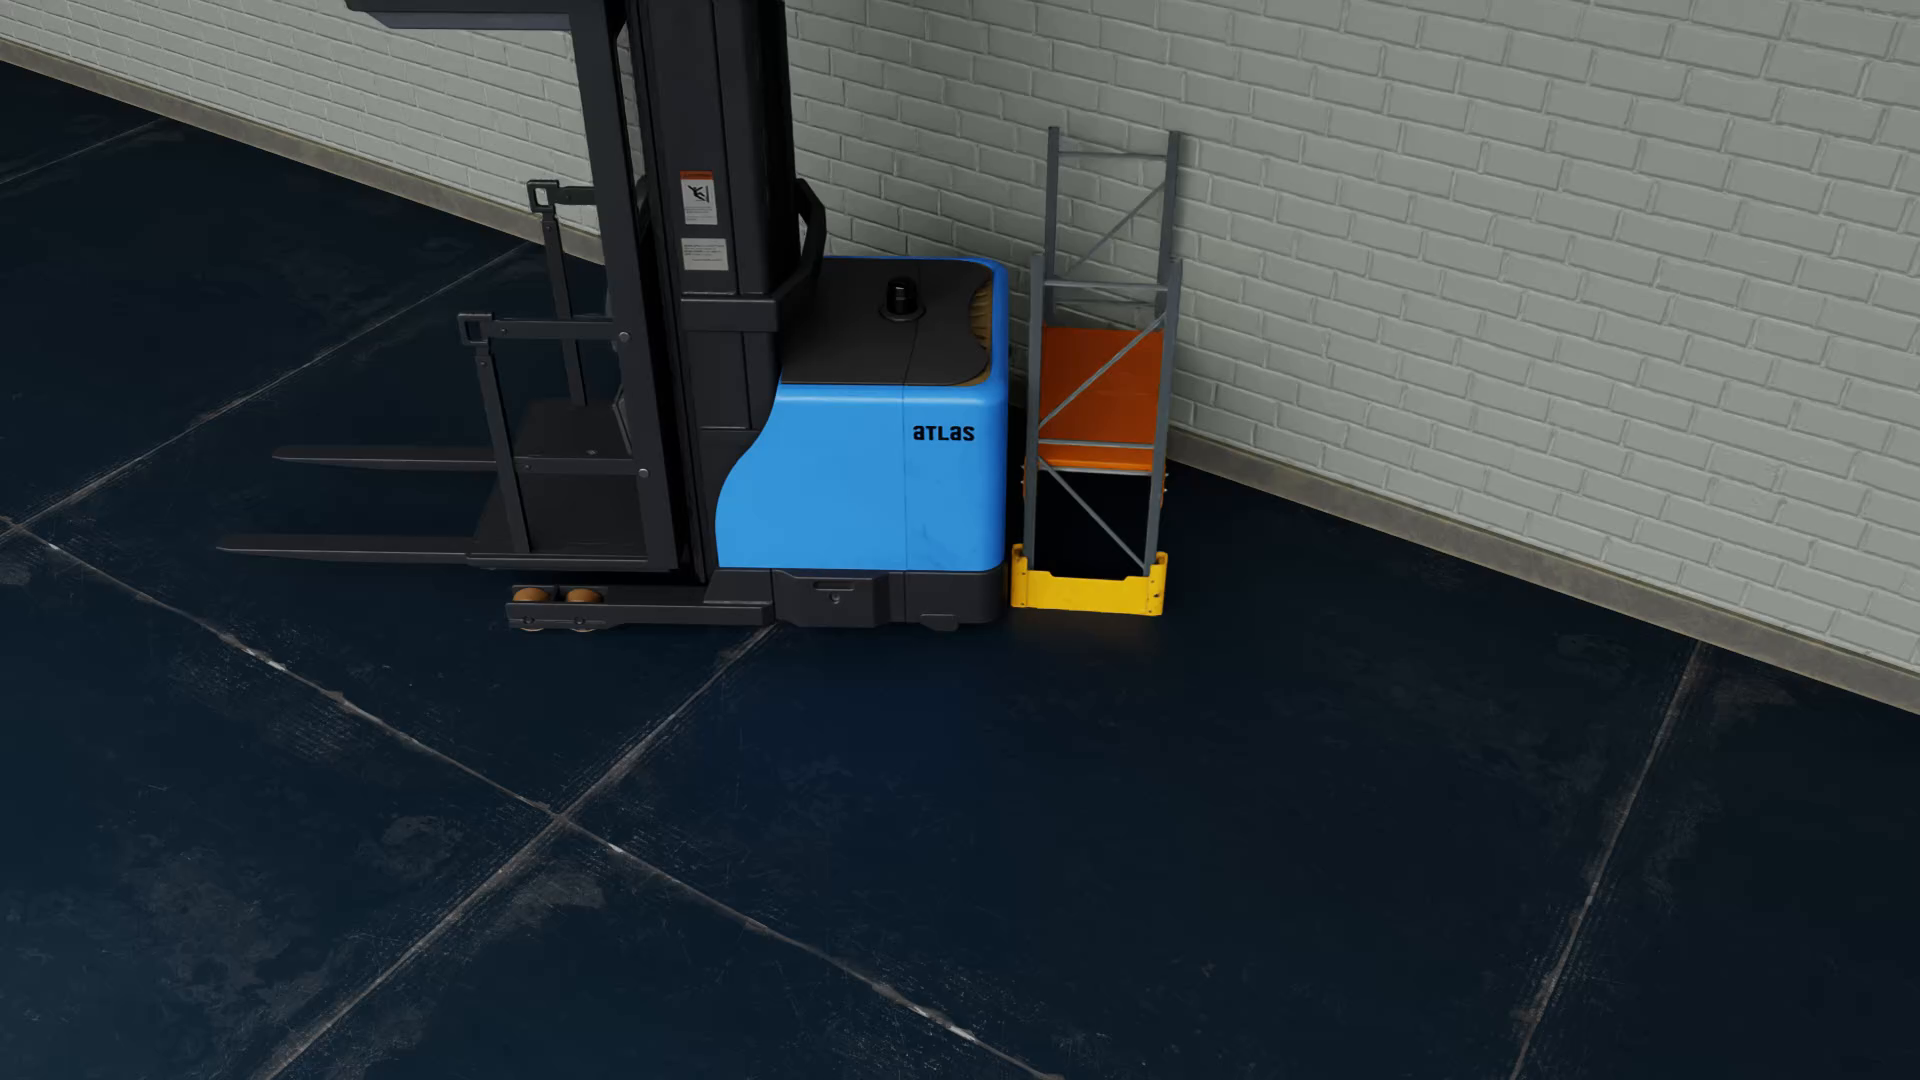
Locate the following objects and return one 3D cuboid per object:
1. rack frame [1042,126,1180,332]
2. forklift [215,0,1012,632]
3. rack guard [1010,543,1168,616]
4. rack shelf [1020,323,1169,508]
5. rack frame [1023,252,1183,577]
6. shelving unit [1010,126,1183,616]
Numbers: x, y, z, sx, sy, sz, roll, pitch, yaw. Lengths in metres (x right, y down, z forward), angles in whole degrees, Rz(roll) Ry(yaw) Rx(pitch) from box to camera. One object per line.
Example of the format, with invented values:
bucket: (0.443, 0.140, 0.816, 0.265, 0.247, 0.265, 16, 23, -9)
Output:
rack frame: (0.585, -0.961, 6.768, 0.500, 1.500, 0.032, 3, 38, 4)
forklift: (-1.324, -1.134, 5.820, 3.031, 2.935, 1.130, 1, 38, 1)
rack guard: (0.488, 0.152, 6.349, 0.587, 0.250, 0.087, 3, 38, 4)
rack shelf: (0.536, -0.509, 6.477, 0.538, 0.185, 1.000, 3, 38, 4)
rack frame: (0.488, -0.343, 5.966, 0.500, 1.500, 0.032, 3, 38, 4)
shelving unit: (0.536, -0.646, 6.360, 0.587, 1.500, 1.083, 3, 38, 4)
